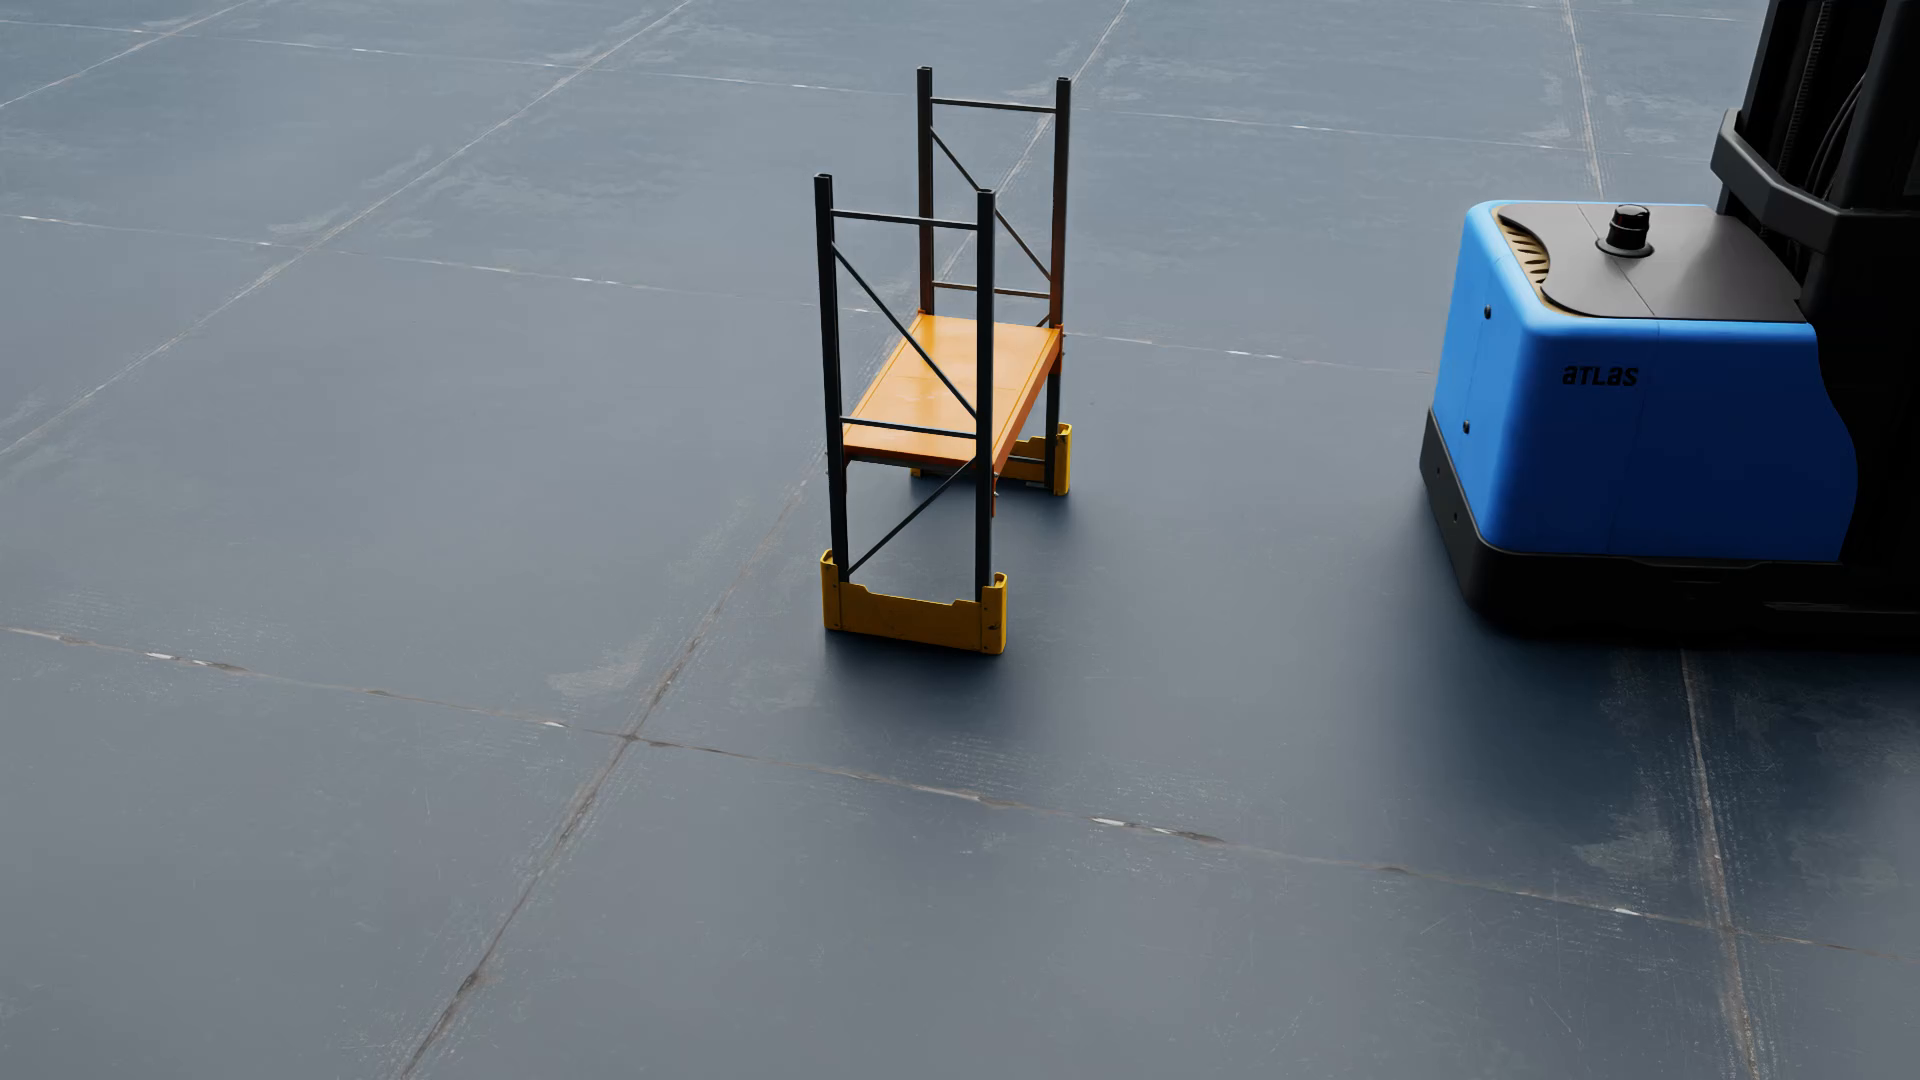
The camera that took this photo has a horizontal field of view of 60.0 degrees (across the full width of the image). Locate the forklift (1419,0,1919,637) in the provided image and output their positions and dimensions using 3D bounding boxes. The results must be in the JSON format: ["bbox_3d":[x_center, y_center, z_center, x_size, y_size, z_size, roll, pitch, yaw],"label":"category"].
[{"bbox_3d":[3.153,-1.166,4.853,3.031,2.935,1.130,2,32,3],"label":"forklift"}]

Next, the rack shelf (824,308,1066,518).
[{"bbox_3d":[-0.022,-0.437,5.374,0.538,0.185,1.000,8,33,12],"label":"rack shelf"}]

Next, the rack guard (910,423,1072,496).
[{"bbox_3d":[0.107,-0.324,6.027,0.587,0.250,0.087,8,33,12],"label":"rack guard"}]

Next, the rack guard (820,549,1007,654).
[{"bbox_3d":[-0.146,0.193,5.214,0.587,0.250,0.087,8,33,12],"label":"rack guard"}]

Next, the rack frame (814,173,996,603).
[{"bbox_3d":[-0.151,-0.325,4.863,0.500,1.500,0.032,8,33,12],"label":"rack frame"}]

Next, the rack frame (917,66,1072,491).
[{"bbox_3d":[0.107,-0.852,5.693,0.500,1.500,0.032,8,33,12],"label":"rack frame"}]

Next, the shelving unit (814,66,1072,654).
[{"bbox_3d":[-0.019,-0.593,5.285,0.587,1.500,1.083,8,33,12],"label":"shelving unit"}]
